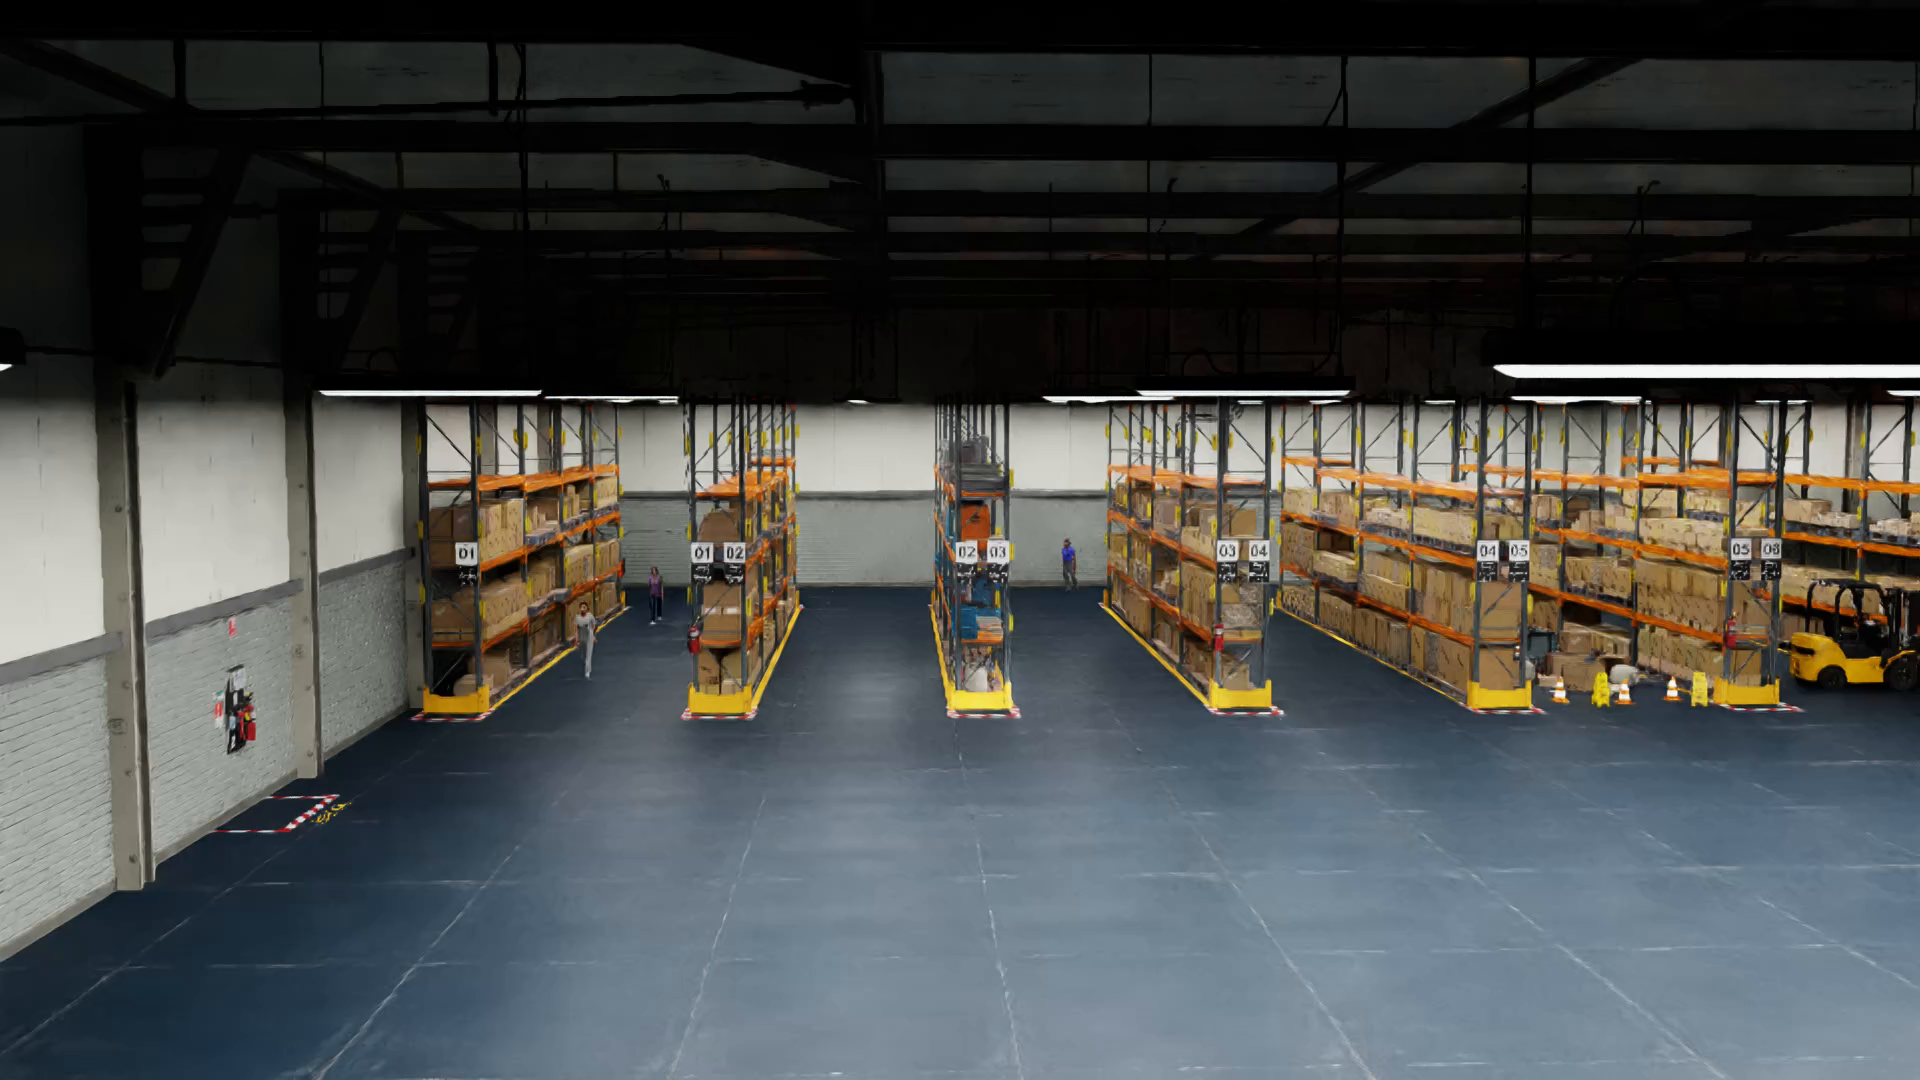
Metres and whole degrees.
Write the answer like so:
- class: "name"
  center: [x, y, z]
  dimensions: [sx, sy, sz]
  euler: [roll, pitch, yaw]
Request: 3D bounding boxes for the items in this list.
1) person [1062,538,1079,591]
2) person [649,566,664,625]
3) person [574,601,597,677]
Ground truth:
- class: "person"
  center: [3.448, 0.764, 51.748]
  dimensions: [0.519, 1.647, 0.526]
  euler: [3, 6, 35]
- class: "person"
  center: [-8.004, 1.433, 43.856]
  dimensions: [0.432, 1.539, 0.947]
  euler: [0, 5, -3]
- class: "person"
  center: [-7.975, 2.084, 35.317]
  dimensions: [0.446, 1.590, 1.110]
  euler: [0, 5, 0]
